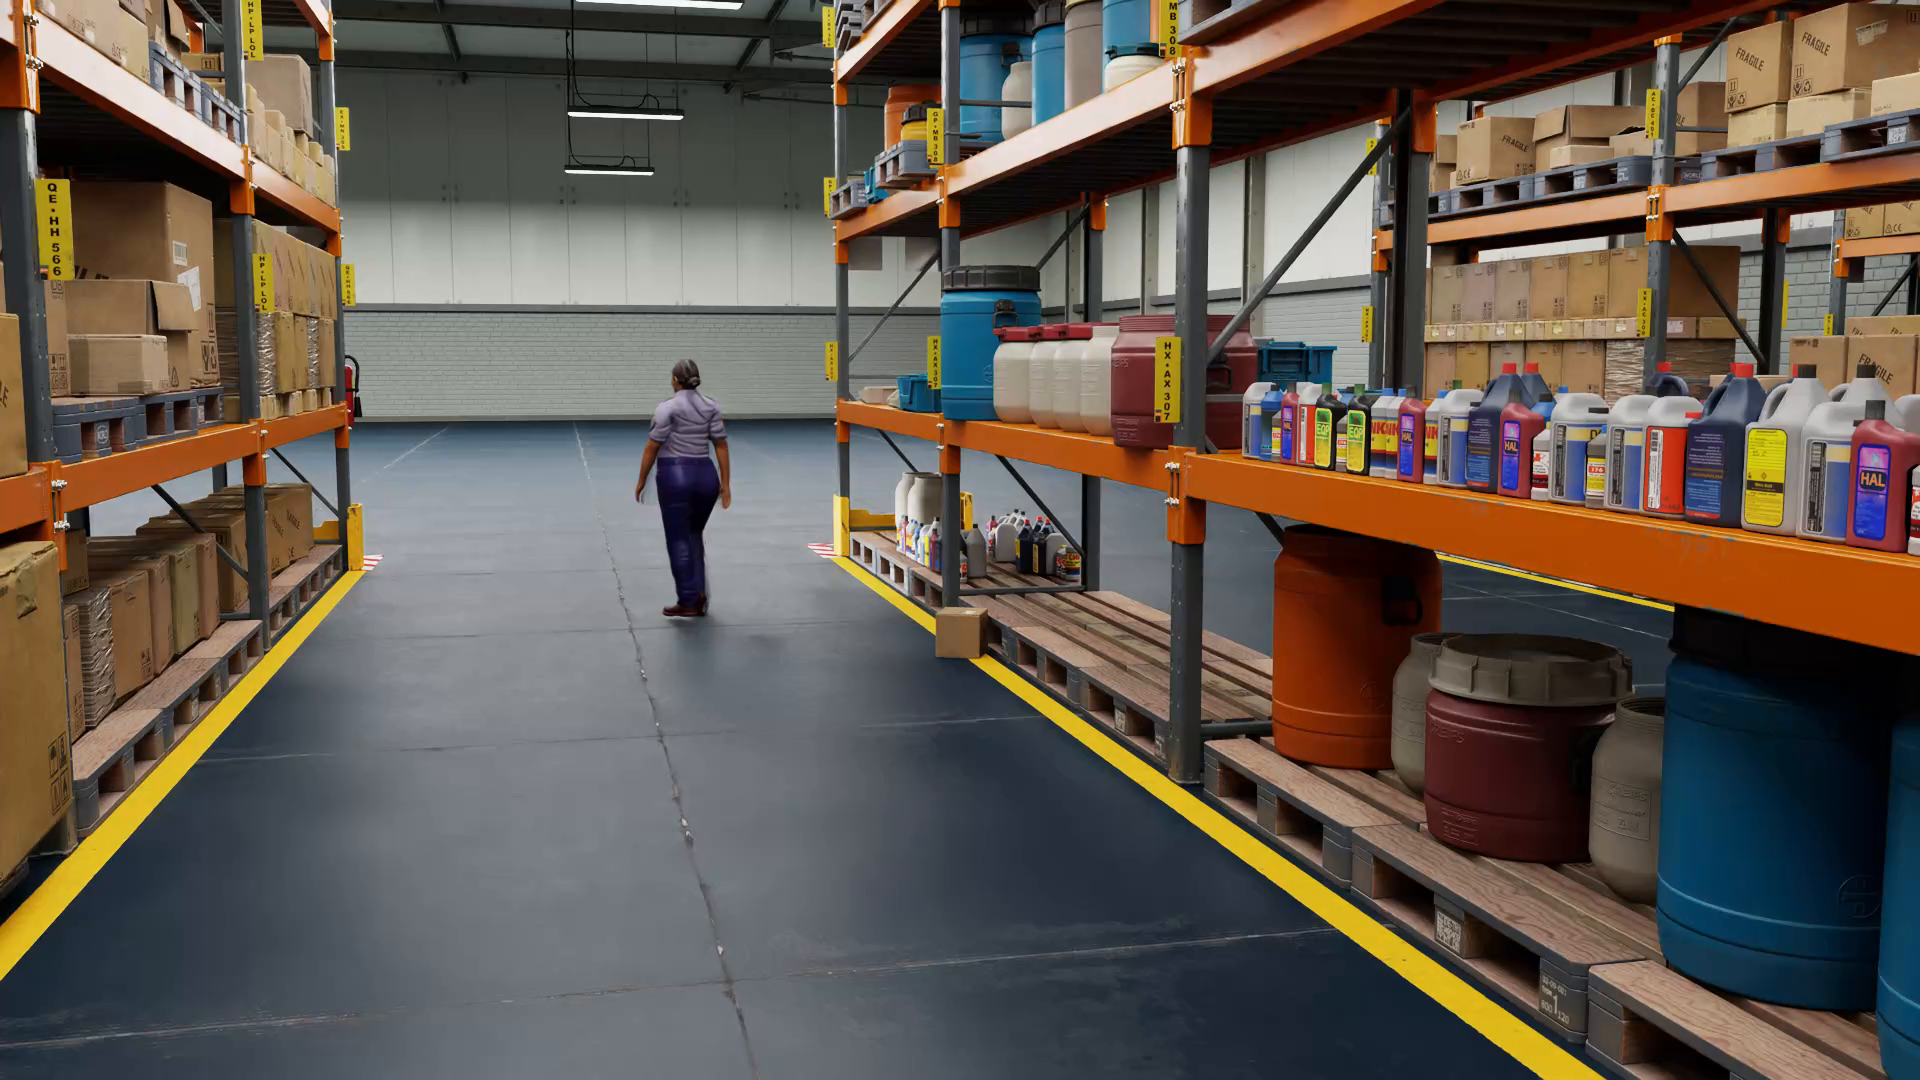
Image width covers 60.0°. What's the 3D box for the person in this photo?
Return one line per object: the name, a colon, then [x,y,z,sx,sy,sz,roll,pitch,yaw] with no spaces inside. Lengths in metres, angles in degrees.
person: [-1.759,-0.301,10.668,0.530,1.720,0.492,-5,8,-40]
